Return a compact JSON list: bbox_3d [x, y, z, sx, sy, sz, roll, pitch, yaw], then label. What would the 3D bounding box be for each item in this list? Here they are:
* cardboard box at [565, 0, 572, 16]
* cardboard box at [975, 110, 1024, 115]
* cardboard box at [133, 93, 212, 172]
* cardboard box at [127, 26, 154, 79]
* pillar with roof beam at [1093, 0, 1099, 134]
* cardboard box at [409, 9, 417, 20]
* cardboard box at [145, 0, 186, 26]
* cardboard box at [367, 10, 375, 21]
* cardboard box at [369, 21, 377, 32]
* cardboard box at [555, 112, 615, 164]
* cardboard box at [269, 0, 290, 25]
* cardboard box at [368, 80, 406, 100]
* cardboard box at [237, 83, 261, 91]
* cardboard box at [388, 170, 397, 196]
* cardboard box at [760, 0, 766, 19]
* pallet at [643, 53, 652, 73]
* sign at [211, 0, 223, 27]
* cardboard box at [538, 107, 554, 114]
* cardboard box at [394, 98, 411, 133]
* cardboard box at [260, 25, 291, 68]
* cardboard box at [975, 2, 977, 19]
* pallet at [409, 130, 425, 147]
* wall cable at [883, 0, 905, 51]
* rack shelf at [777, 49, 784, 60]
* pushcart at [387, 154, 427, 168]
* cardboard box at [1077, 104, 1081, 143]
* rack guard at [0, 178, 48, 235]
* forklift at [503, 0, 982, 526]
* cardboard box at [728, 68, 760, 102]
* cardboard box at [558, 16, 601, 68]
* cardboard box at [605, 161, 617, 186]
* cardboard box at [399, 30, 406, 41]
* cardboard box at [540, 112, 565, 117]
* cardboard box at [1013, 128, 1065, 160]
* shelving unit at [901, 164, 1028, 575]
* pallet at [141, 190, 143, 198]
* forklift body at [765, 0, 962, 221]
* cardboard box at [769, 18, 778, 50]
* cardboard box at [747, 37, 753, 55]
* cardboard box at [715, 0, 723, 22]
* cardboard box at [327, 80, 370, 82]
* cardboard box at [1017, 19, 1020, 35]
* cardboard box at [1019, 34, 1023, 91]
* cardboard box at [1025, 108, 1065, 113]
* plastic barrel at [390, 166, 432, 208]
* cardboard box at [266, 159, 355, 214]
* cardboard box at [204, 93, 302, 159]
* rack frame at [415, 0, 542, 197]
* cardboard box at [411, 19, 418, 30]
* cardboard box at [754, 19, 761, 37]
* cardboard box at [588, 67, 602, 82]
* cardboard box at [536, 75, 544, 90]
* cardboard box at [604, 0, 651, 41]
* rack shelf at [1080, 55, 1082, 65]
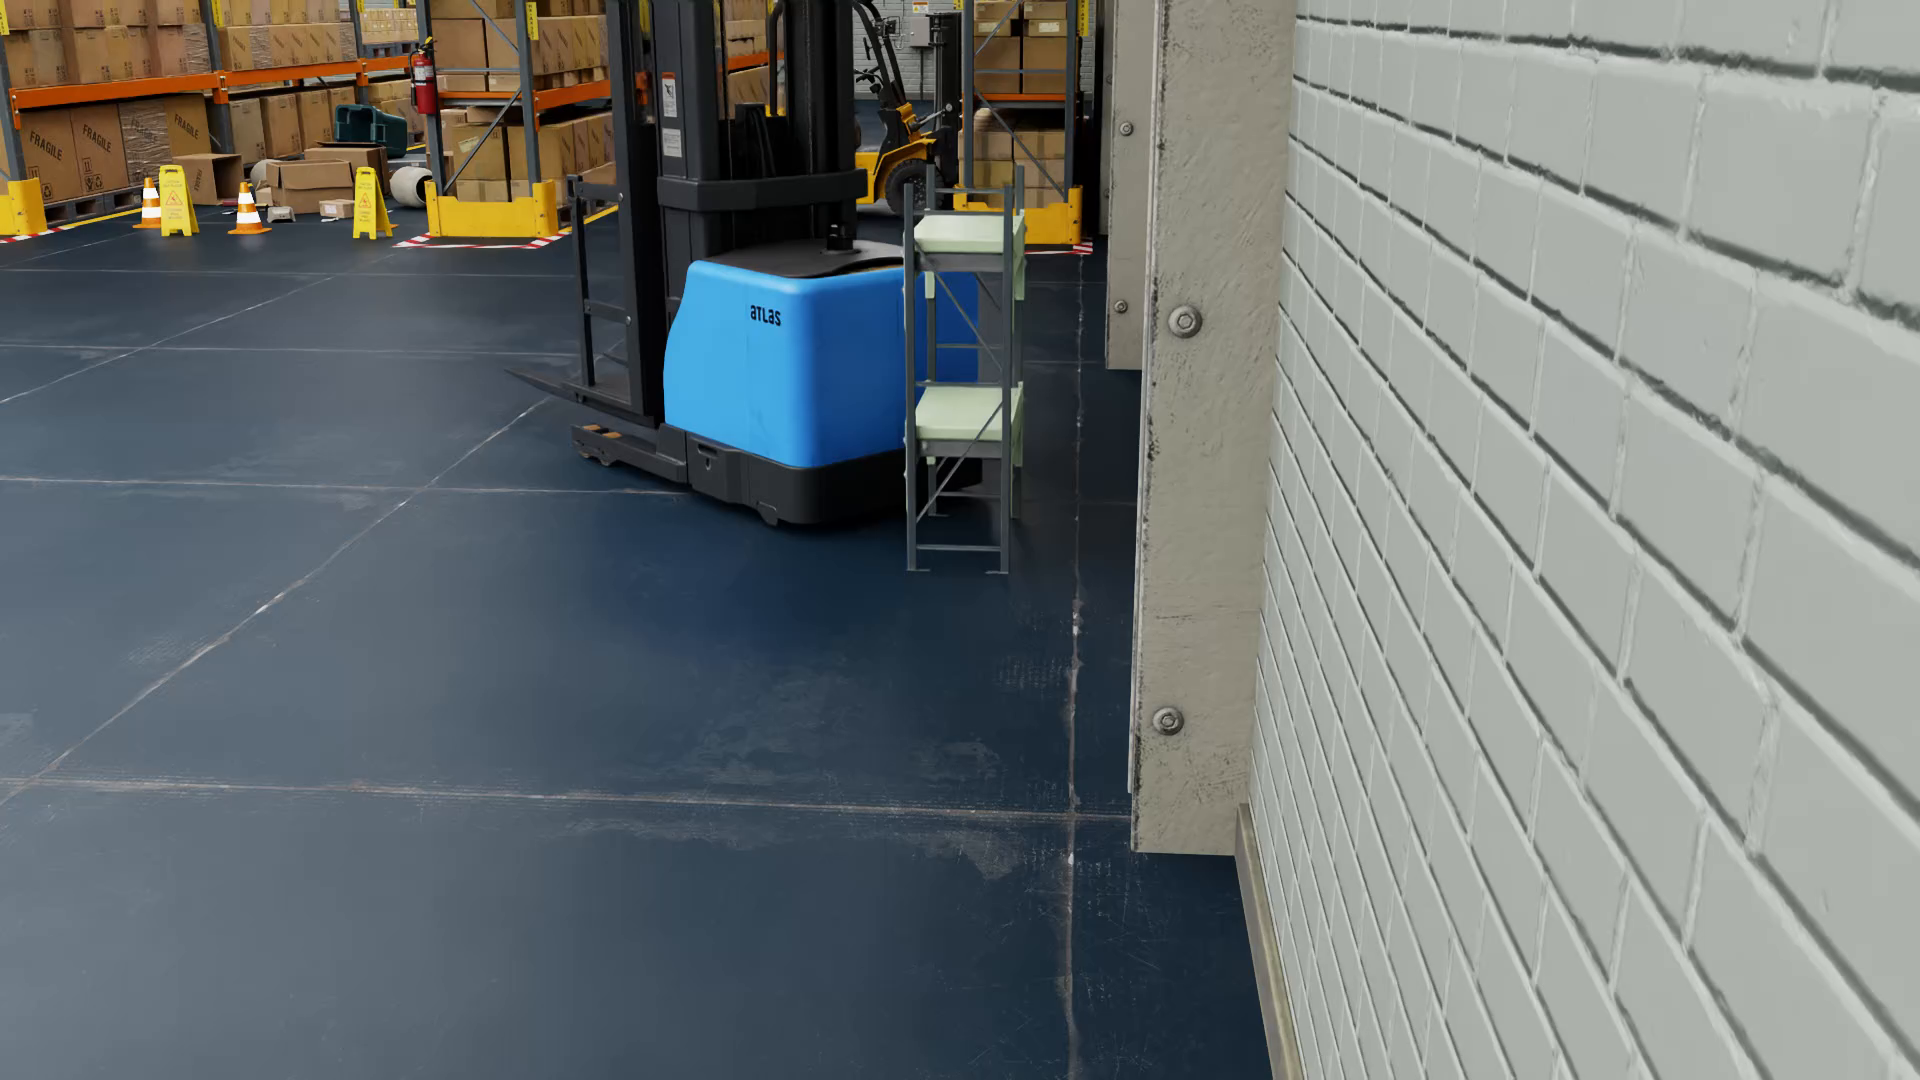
[{"bbox_3d":[-4.500,-5.760,17.439,0.700,0.500,0.500,1,18,3],"label":"cardboard box"},{"bbox_3d":[0.426,-4.498,17.967,0.500,0.250,0.500,1,18,4],"label":"cardboard box"},{"bbox_3d":[-9.190,-4.616,18.931,0.875,0.875,0.875,2,18,5],"label":"cardboard box"},{"bbox_3d":[-9.263,-5.240,17.857,0.875,0.550,0.550,1,18,4],"label":"cardboard box"},{"bbox_3d":[-1.951,-11.059,26.222,9.100,9.000,0.400,1,18,4],"label":"pillar with roof beam"},{"bbox_3d":[-8.430,-7.934,25.092,0.380,0.149,0.250,0,18,1],"label":"cardboard box"},{"bbox_3d":[-9.060,-5.917,18.189,0.875,0.550,0.550,1,18,4],"label":"cardboard box"},{"bbox_3d":[-8.546,-7.448,23.610,0.380,0.149,0.250,1,18,2],"label":"cardboard box"},{"bbox_3d":[-8.536,-7.314,23.678,0.380,0.149,0.250,2,18,7],"label":"cardboard box"},{"bbox_3d":[-3.976,-4.284,17.717,0.500,0.500,0.500,2,18,7],"label":"cardboard box"},{"bbox_3d":[-8.937,-6.771,21.002,0.700,0.500,0.500,1,18,3],"label":"cardboard box"},{"bbox_3d":[-8.461,-6.597,24.374,0.500,0.250,0.500,1,18,3],"label":"cardboard box"},{"bbox_3d":[-13.186,-8.196,29.856,0.875,0.875,0.875,1,18,4],"label":"cardboard box"},{"bbox_3d":[-6.330,-4.037,18.816,0.258,0.266,0.396,-13,22,-34],"label":"cardboard box"},{"bbox_3d":[-3.339,-8.404,25.987,0.500,0.500,0.500,2,18,6],"label":"cardboard box"},{"bbox_3d":[-3.931,-5.684,19.760,1.003,0.211,1.213,1,18,4],"label":"pallet"},{"bbox_3d":[-8.522,-6.057,19.074,0.100,0.325,0.005,1,18,4],"label":"sign"},{"bbox_3d":[-4.563,-4.640,17.763,0.380,0.149,0.250,2,18,7],"label":"cardboard box"},{"bbox_3d":[-8.451,-6.244,24.502,0.500,0.500,0.500,1,18,5],"label":"cardboard box"},{"bbox_3d":[-8.695,-6.137,20.674,0.500,0.500,0.500,1,18,4],"label":"cardboard box"},{"bbox_3d":[0.336,-4.879,15.317,0.380,0.149,0.250,1,18,4],"label":"cardboard box"},{"bbox_3d":[-8.641,-6.158,25.377,1.003,0.211,1.213,1,18,4],"label":"pallet"},{"bbox_3d":[-1.474,-11.474,35.492,0.588,1.984,0.122,1,18,4],"label":"wall cable"},{"bbox_3d":[-3.414,-8.305,28.606,1.077,0.370,4.000,1,18,4],"label":"rack shelf"},{"bbox_3d":[-6.409,-4.330,19.532,1.648,0.377,0.936,-5,19,-15],"label":"pushcart"},{"bbox_3d":[1.417,-5.810,23.177,0.500,0.500,0.500,2,18,6],"label":"cardboard box"},{"bbox_3d":[-9.364,-3.182,15.832,1.175,0.500,0.348,1,18,4],"label":"rack guard"},{"bbox_3d":[-1.249,-1.838,7.824,1.130,2.935,3.031,-15,24,-39],"label":"forklift"},{"bbox_3d":[-3.579,-6.740,25.414,0.875,0.875,0.875,2,18,6],"label":"cardboard box"},{"bbox_3d":[-4.009,-5.106,17.049,0.500,0.500,0.500,1,18,3],"label":"cardboard box"},{"bbox_3d":[-3.974,-3.921,17.813,0.500,0.250,0.500,2,18,5],"label":"cardboard box"},{"bbox_3d":[-8.462,-7.489,24.690,0.380,0.149,0.250,2,18,5],"label":"cardboard box"},{"bbox_3d":[-4.508,-4.285,17.722,0.500,0.500,0.500,2,18,7],"label":"cardboard box"},{"bbox_3d":[0.757,-3.702,15.540,0.500,0.250,0.500,1,18,3],"label":"cardboard box"},{"bbox_3d":[0.029,-0.697,6.641,0.431,1.500,0.755,2,18,5],"label":"shelving unit"},{"bbox_3d":[-9.208,-4.061,18.976,1.003,0.211,1.213,1,18,4],"label":"pallet"},{"bbox_3d":[-1.150,-4.415,16.944,2.313,2.155,1.214,1,18,4],"label":"forklift body"},{"bbox_3d":[-3.263,-8.213,27.010,0.500,0.500,0.500,2,18,6],"label":"cardboard box"},{"bbox_3d":[-3.431,-7.495,25.220,0.500,0.250,0.500,1,18,2],"label":"cardboard box"},{"bbox_3d":[-3.565,-7.454,23.087,0.500,0.500,0.500,1,18,2],"label":"cardboard box"},{"bbox_3d":[-8.976,-6.606,24.401,0.500,0.250,0.500,2,18,5],"label":"cardboard box"},{"bbox_3d":[0.376,-4.895,15.841,0.380,0.149,0.250,1,18,4],"label":"cardboard box"},{"bbox_3d":[0.353,-4.556,15.850,0.500,0.500,0.500,2,18,6],"label":"cardboard box"},{"bbox_3d":[0.978,-4.642,18.409,0.500,0.250,0.500,2,18,5],"label":"cardboard box"},{"bbox_3d":[-5.780,-3.750,17.687,0.512,0.421,0.421,17,25,41],"label":"plastic barrel"},{"bbox_3d":[-6.817,-3.714,17.451,0.797,0.503,0.637,-13,22,-34],"label":"cardboard box"},{"bbox_3d":[-9.048,-5.245,21.051,1.050,0.750,0.750,1,18,4],"label":"cardboard box"},{"bbox_3d":[-4.418,-4.299,15.225,1.000,3.000,0.127,1,18,4],"label":"rack frame"},{"bbox_3d":[-8.424,-7.789,25.127,0.380,0.149,0.250,1,18,4],"label":"cardboard box"},{"bbox_3d":[-3.375,-7.894,25.635,0.500,0.250,0.500,2,18,5],"label":"cardboard box"},{"bbox_3d":[-3.950,-4.840,17.280,0.380,0.149,0.250,1,18,4],"label":"cardboard box"},{"bbox_3d":[-4.183,-4.359,15.812,0.380,0.149,0.250,2,18,5],"label":"cardboard box"},{"bbox_3d":[-3.811,-6.069,19.313,0.500,0.500,0.500,2,18,5],"label":"cardboard box"},{"bbox_3d":[1.250,-6.953,24.480,1.077,0.370,4.000,1,18,4],"label":"rack shelf"}]
